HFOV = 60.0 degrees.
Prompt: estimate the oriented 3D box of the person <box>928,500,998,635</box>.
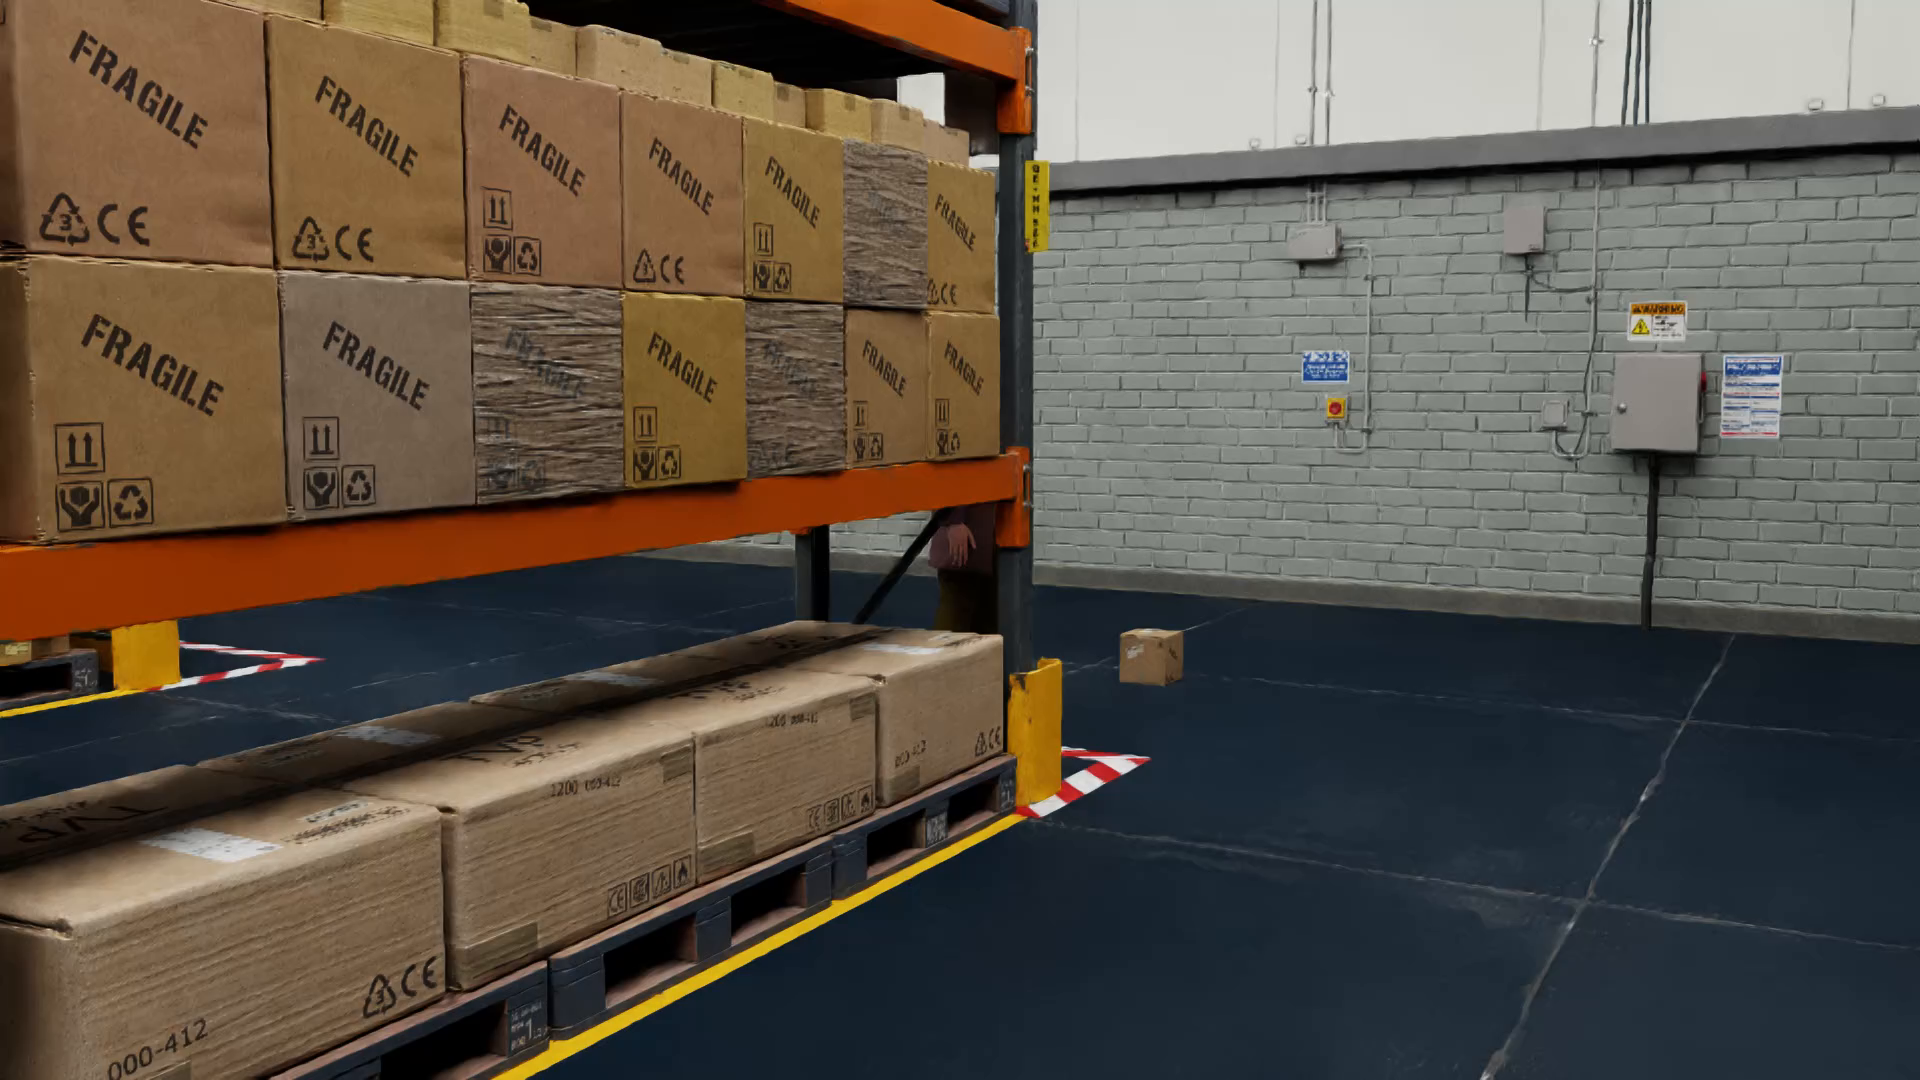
[{"bbox_3d":[0.084,-0.089,7.618,0.434,1.795,0.692,2,6,16],"label":"person"}]
